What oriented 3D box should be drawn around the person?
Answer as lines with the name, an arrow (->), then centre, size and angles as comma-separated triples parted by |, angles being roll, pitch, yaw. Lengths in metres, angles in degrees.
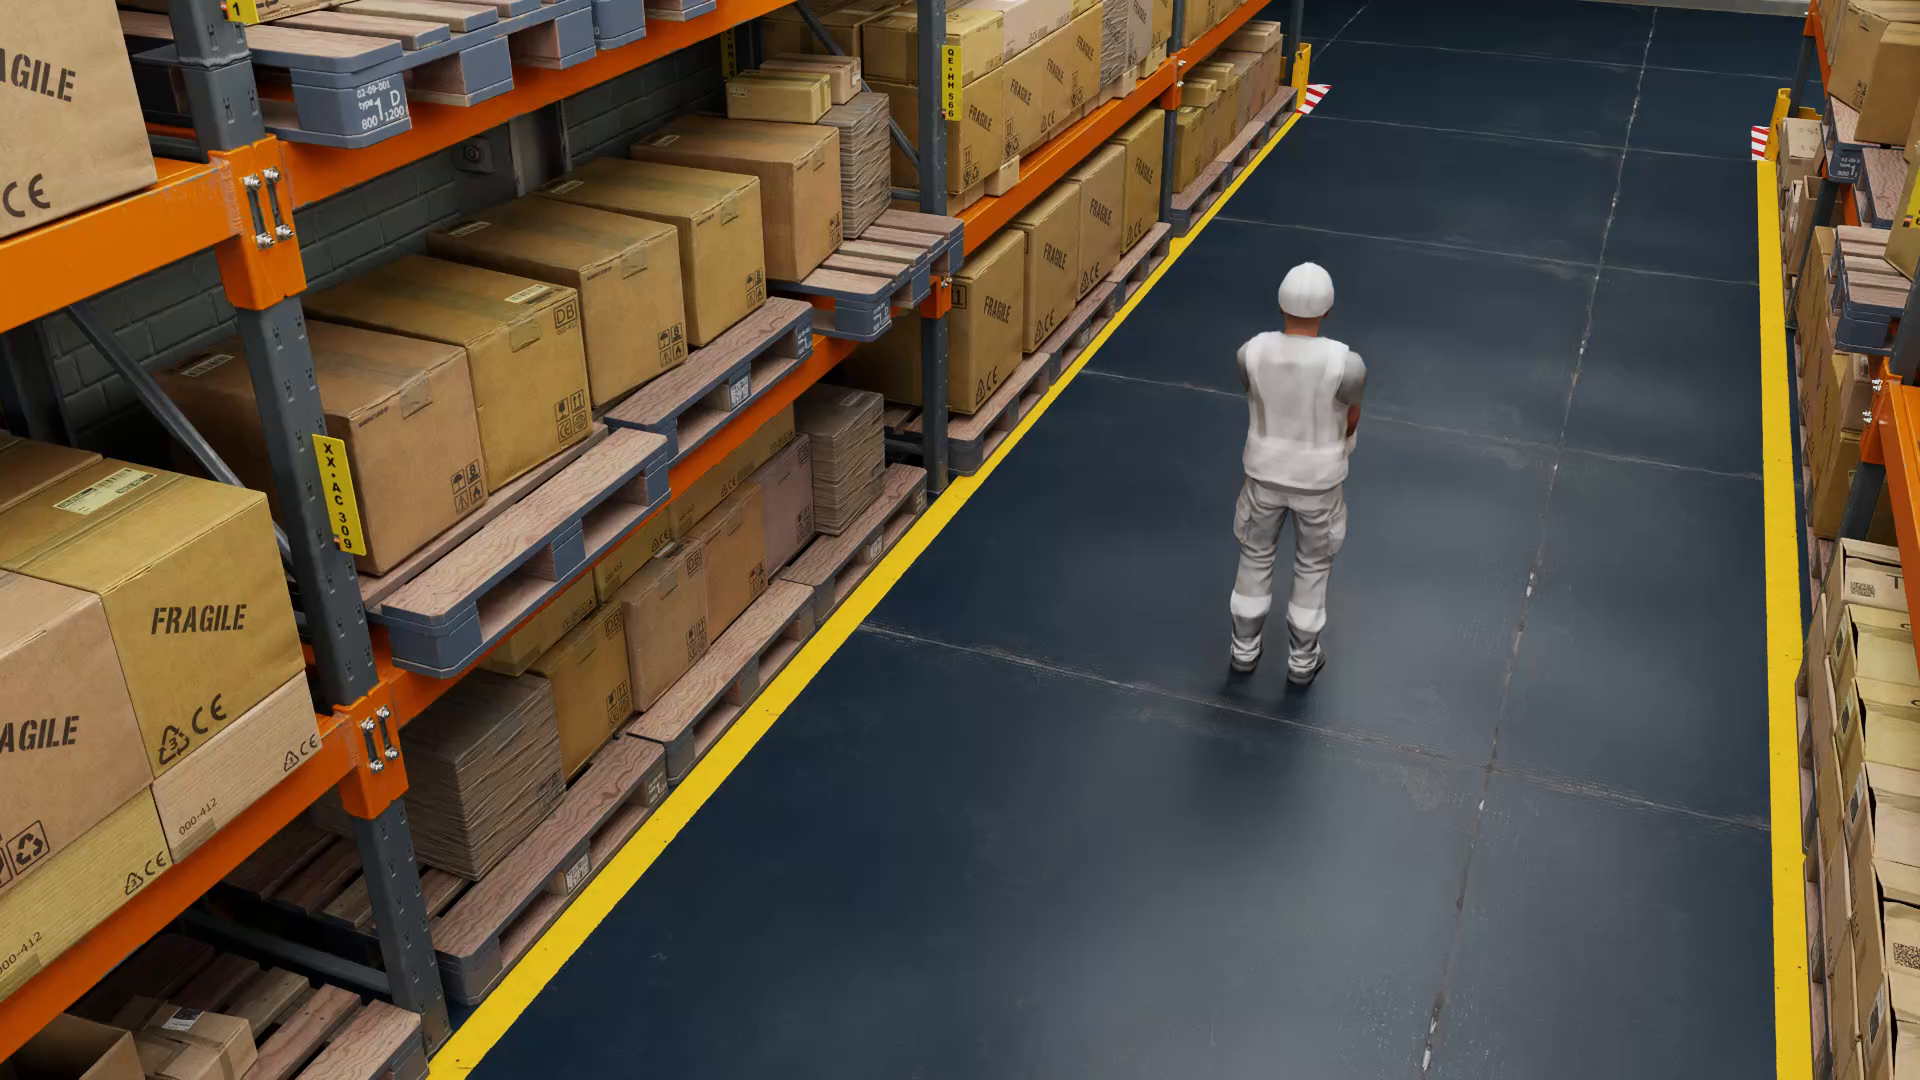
person -> 1.344, -0.300, 6.639 | 0.494, 1.784, 0.564 | 12, 31, 20
